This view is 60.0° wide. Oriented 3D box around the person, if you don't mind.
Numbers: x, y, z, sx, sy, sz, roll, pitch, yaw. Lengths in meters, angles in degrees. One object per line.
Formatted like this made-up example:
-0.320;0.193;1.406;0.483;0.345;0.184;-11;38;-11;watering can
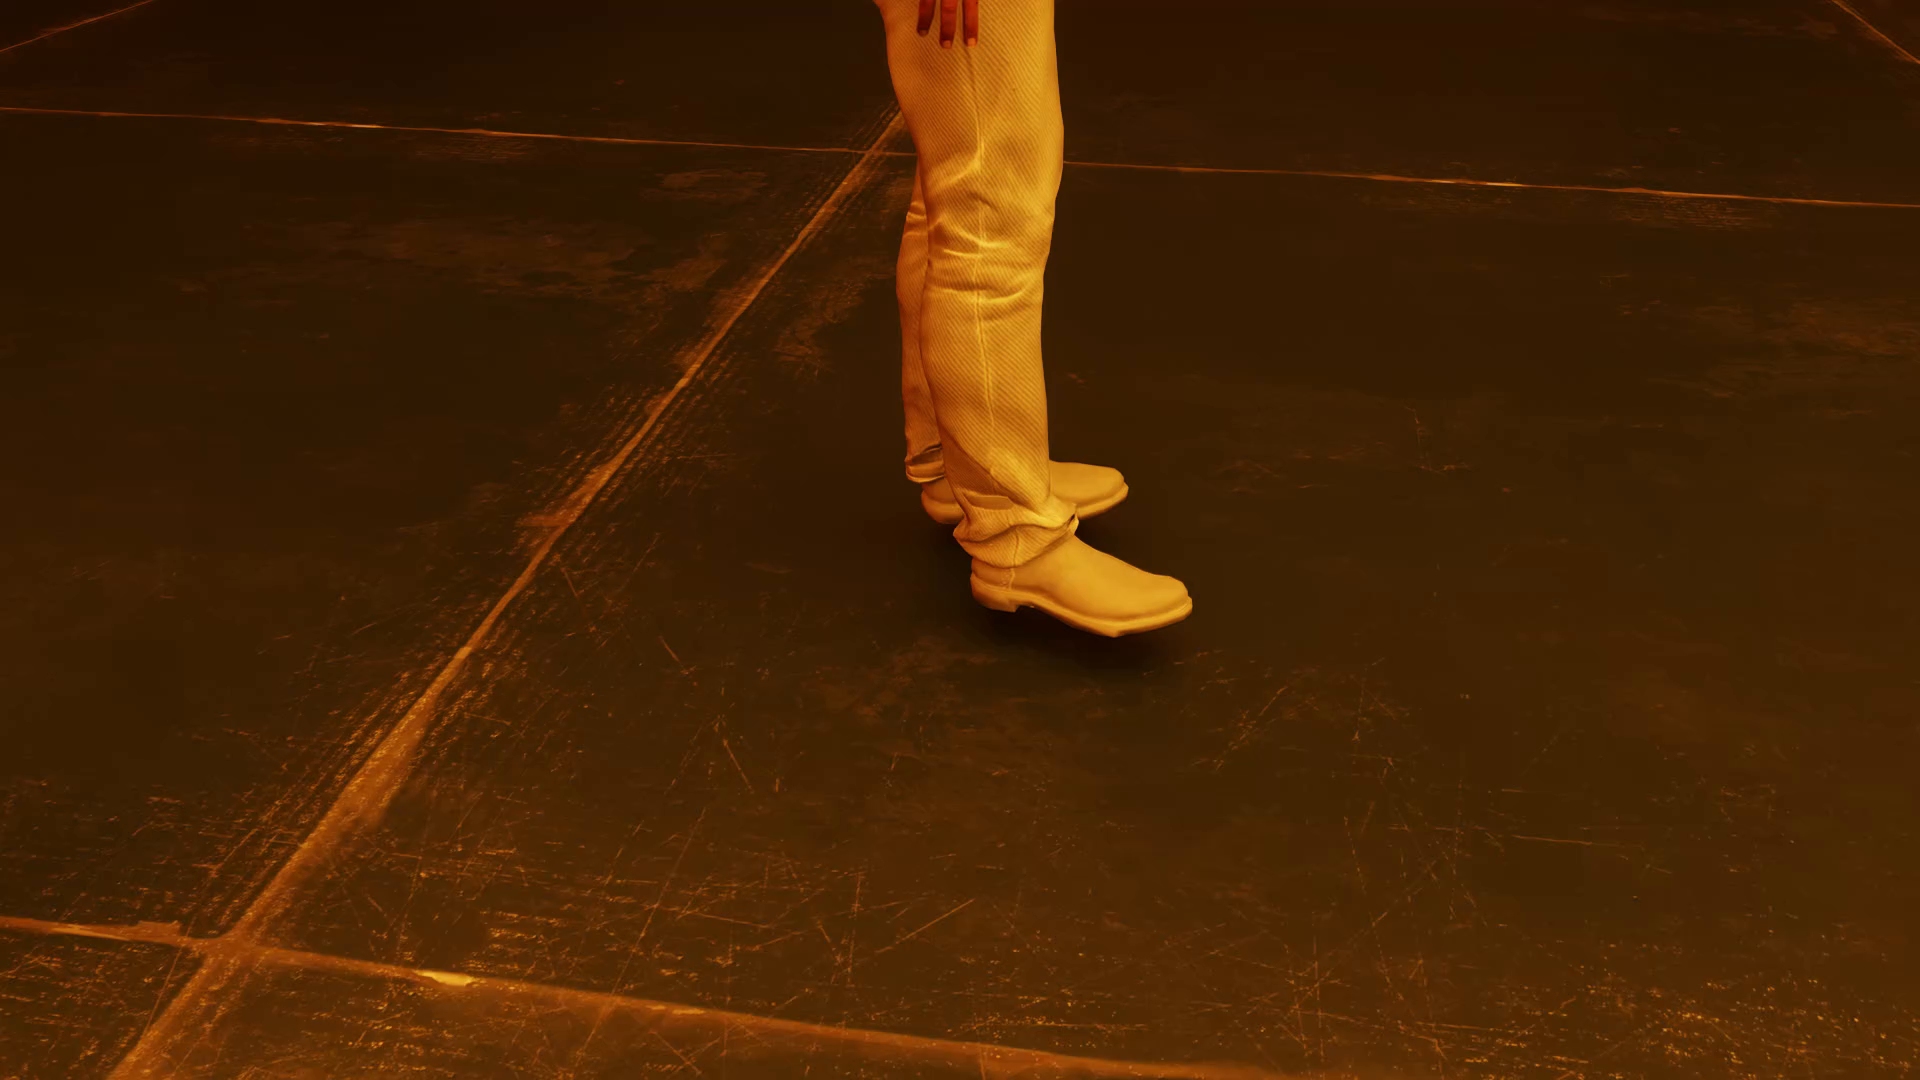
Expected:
0.068;-0.805;2.033;0.575;1.766;0.665;5;29;9;person
